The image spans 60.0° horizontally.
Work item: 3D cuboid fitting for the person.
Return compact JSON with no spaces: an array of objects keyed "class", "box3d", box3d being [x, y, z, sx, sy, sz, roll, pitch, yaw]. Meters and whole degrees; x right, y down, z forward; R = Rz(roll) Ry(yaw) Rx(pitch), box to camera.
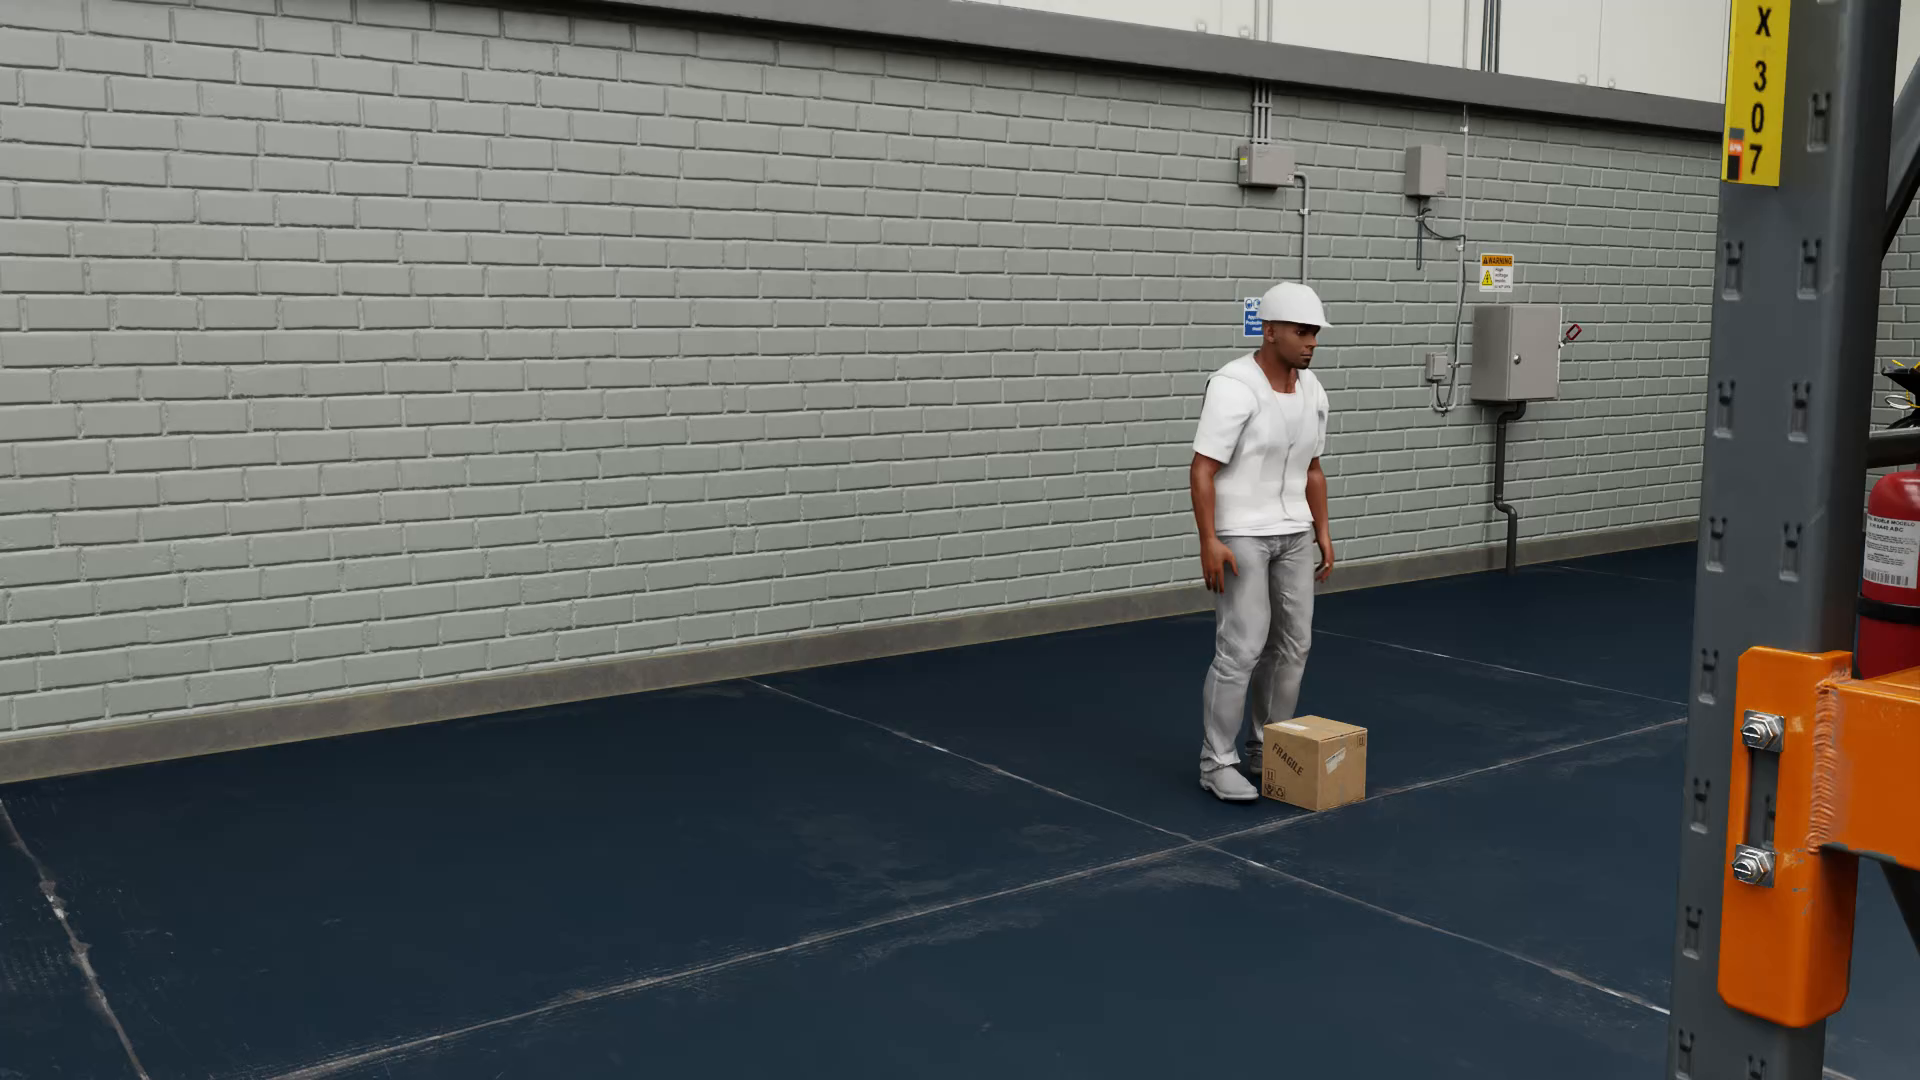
[{"class":"person","box3d":[1.067,-0.005,5.781,0.627,1.757,0.459,-6,10,-36]}]
